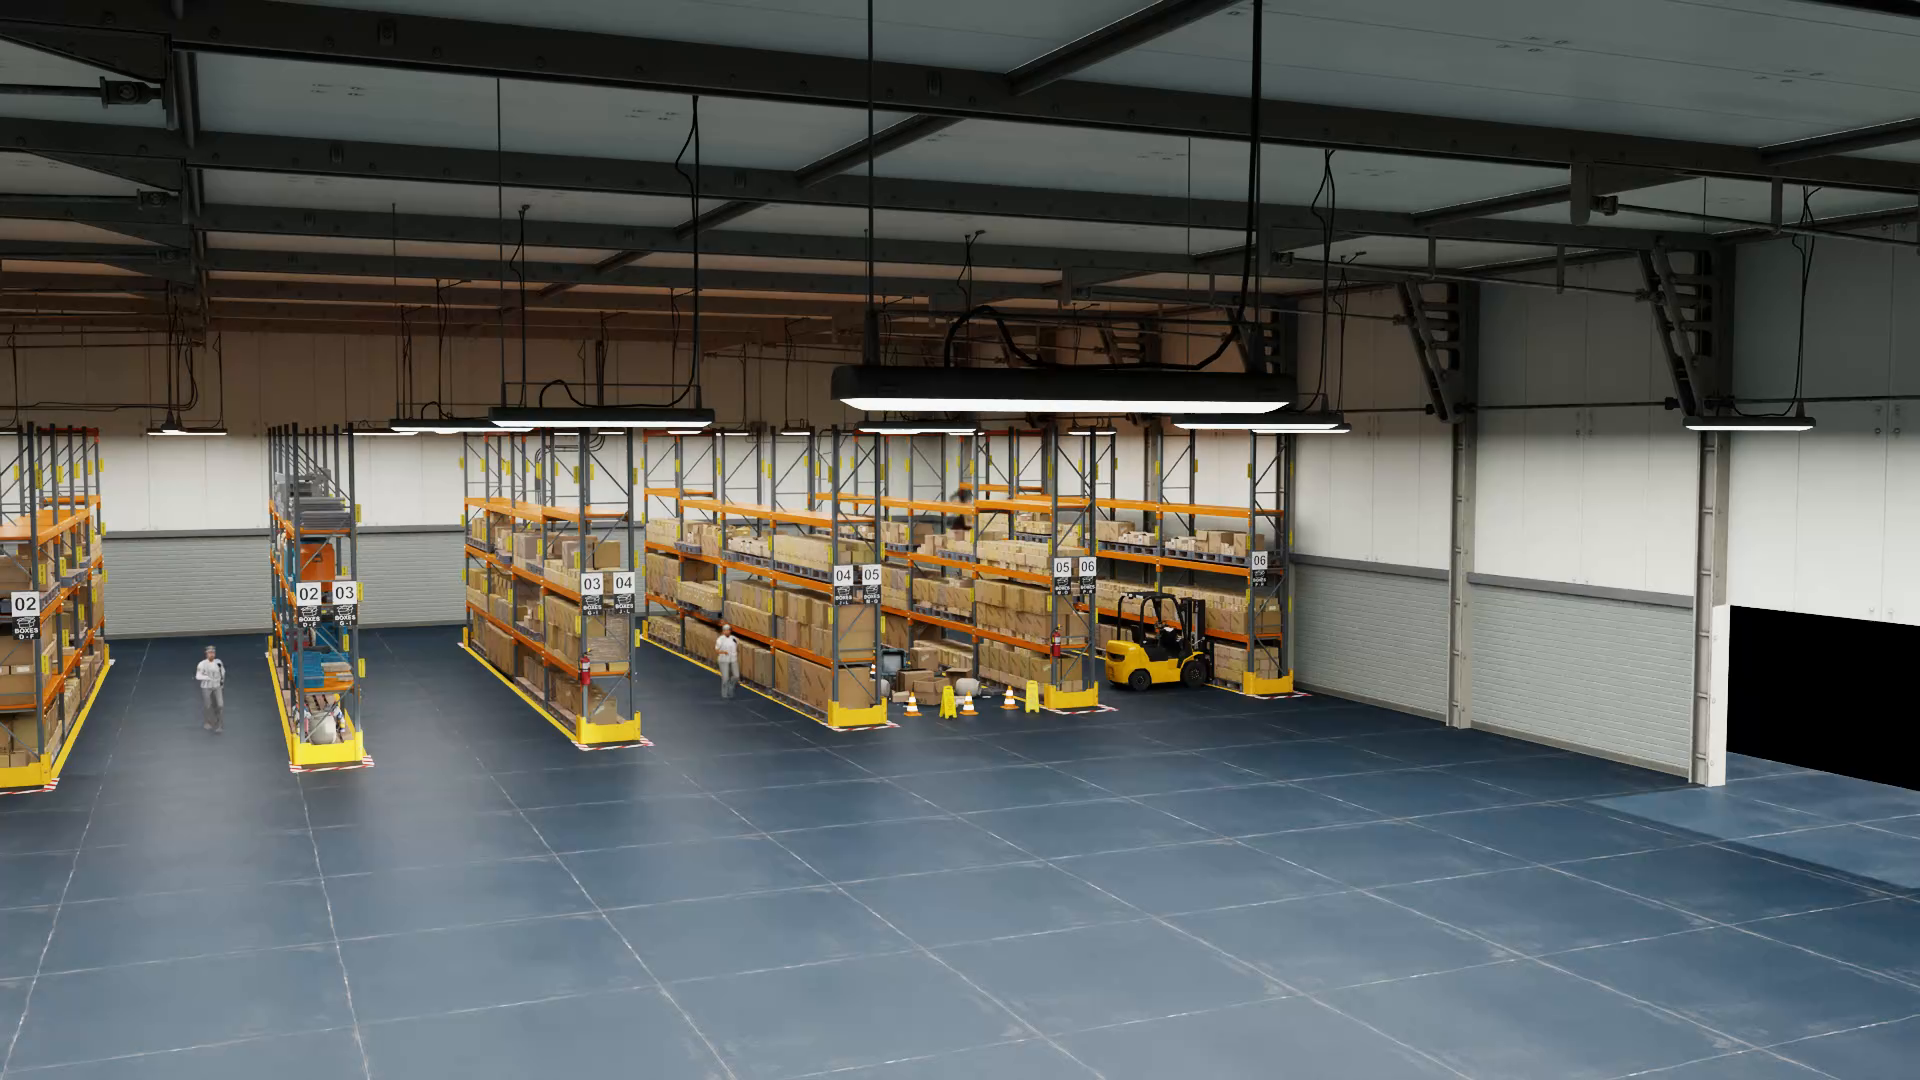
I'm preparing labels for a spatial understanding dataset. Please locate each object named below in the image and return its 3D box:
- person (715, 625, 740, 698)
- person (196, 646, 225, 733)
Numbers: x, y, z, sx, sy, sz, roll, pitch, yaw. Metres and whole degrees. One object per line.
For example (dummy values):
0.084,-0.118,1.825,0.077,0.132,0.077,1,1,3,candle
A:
-5.055,2.675,36.453,0.591,1.638,0.576,-2,4,-28,person
-14.580,2.913,32.413,0.569,1.726,0.725,-3,4,-36,person
